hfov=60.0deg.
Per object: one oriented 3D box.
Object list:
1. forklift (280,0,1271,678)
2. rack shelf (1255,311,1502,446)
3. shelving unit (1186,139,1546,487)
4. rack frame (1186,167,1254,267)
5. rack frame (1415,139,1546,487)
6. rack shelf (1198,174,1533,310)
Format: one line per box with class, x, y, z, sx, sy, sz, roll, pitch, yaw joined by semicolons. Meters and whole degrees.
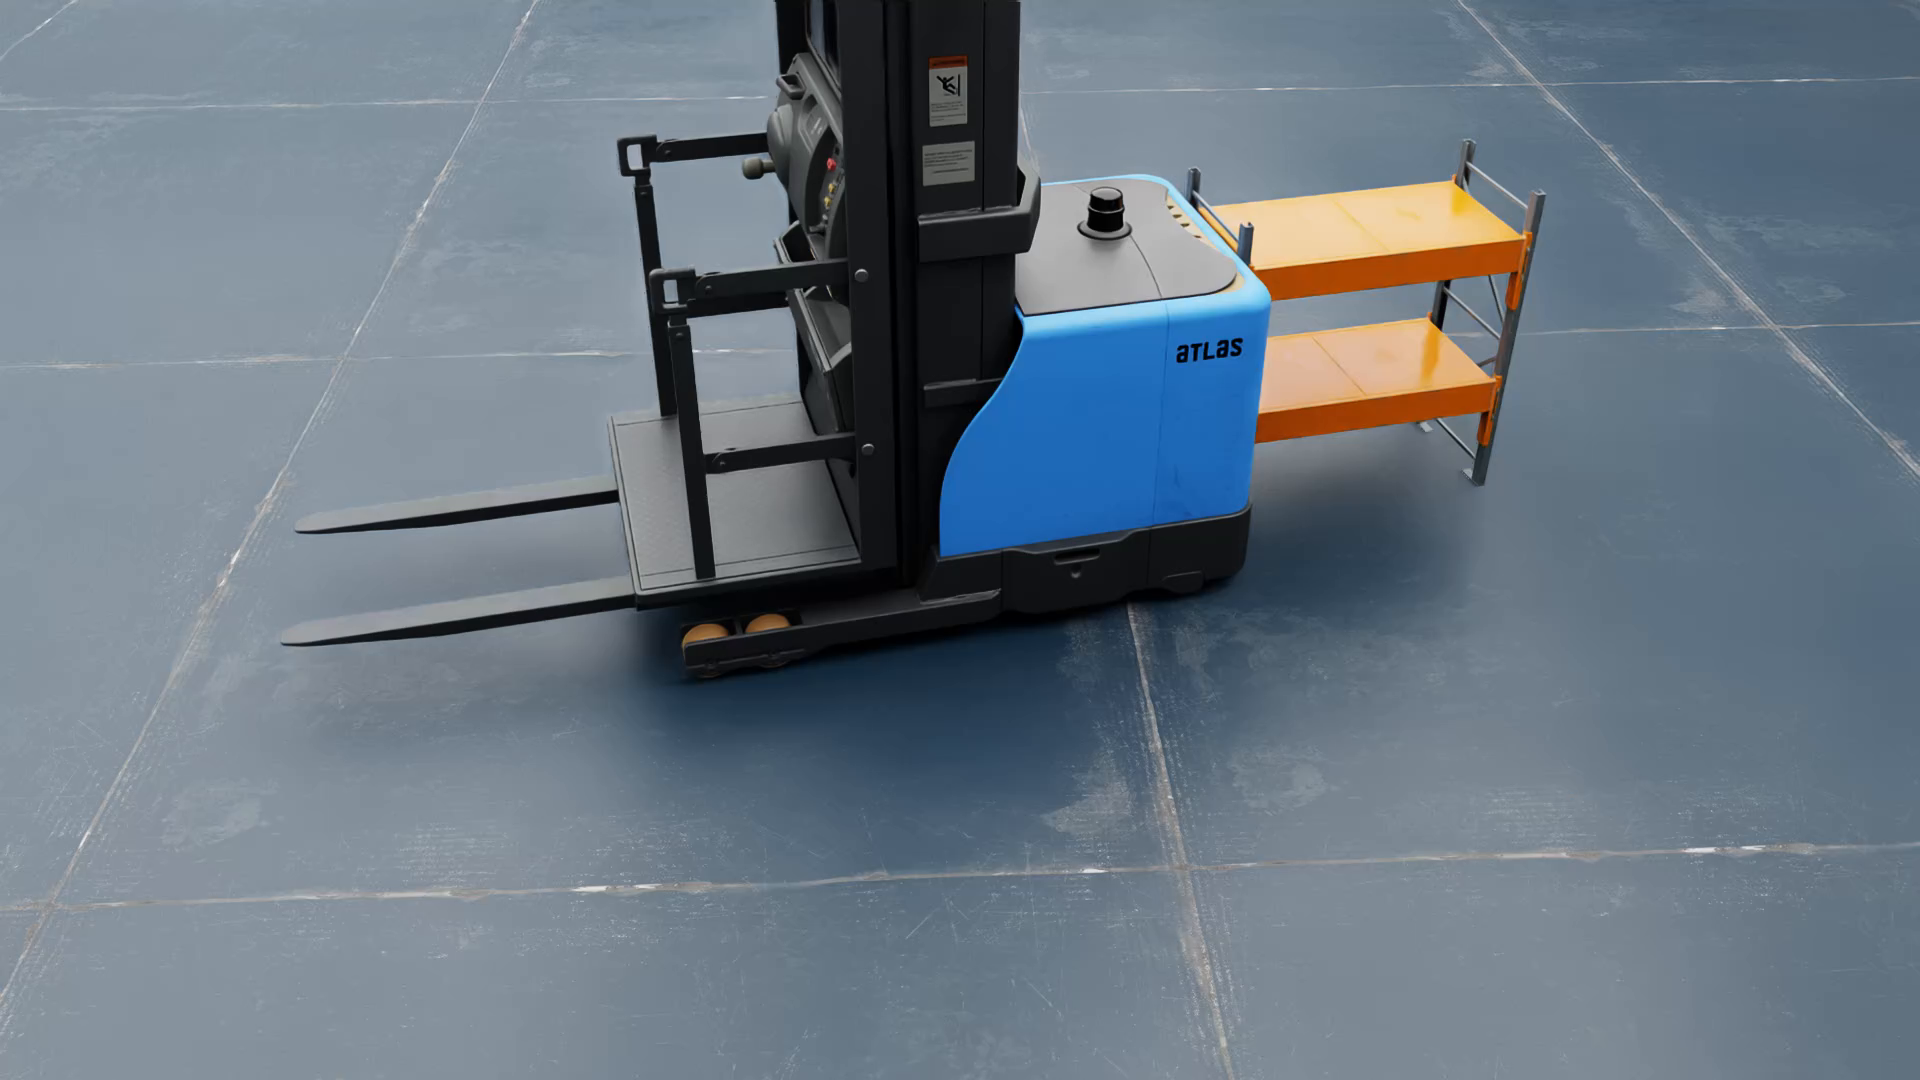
forklift;-0.627;-1.113;4.783;3.031;2.935;1.130;-8;36;-12
rack shelf;1.334;-0.523;5.946;1.000;0.278;0.538;-8;36;-12
shelving unit;1.334;-0.724;5.807;1.048;1.125;0.538;-8;36;-12
rack frame;0.842;-0.652;5.703;0.032;1.125;0.500;-8;36;-12
rack frame;1.826;-0.796;5.912;0.032;1.125;0.500;-8;36;-12
rack shelf;1.334;-0.964;5.641;1.000;0.278;0.538;-8;36;-12
